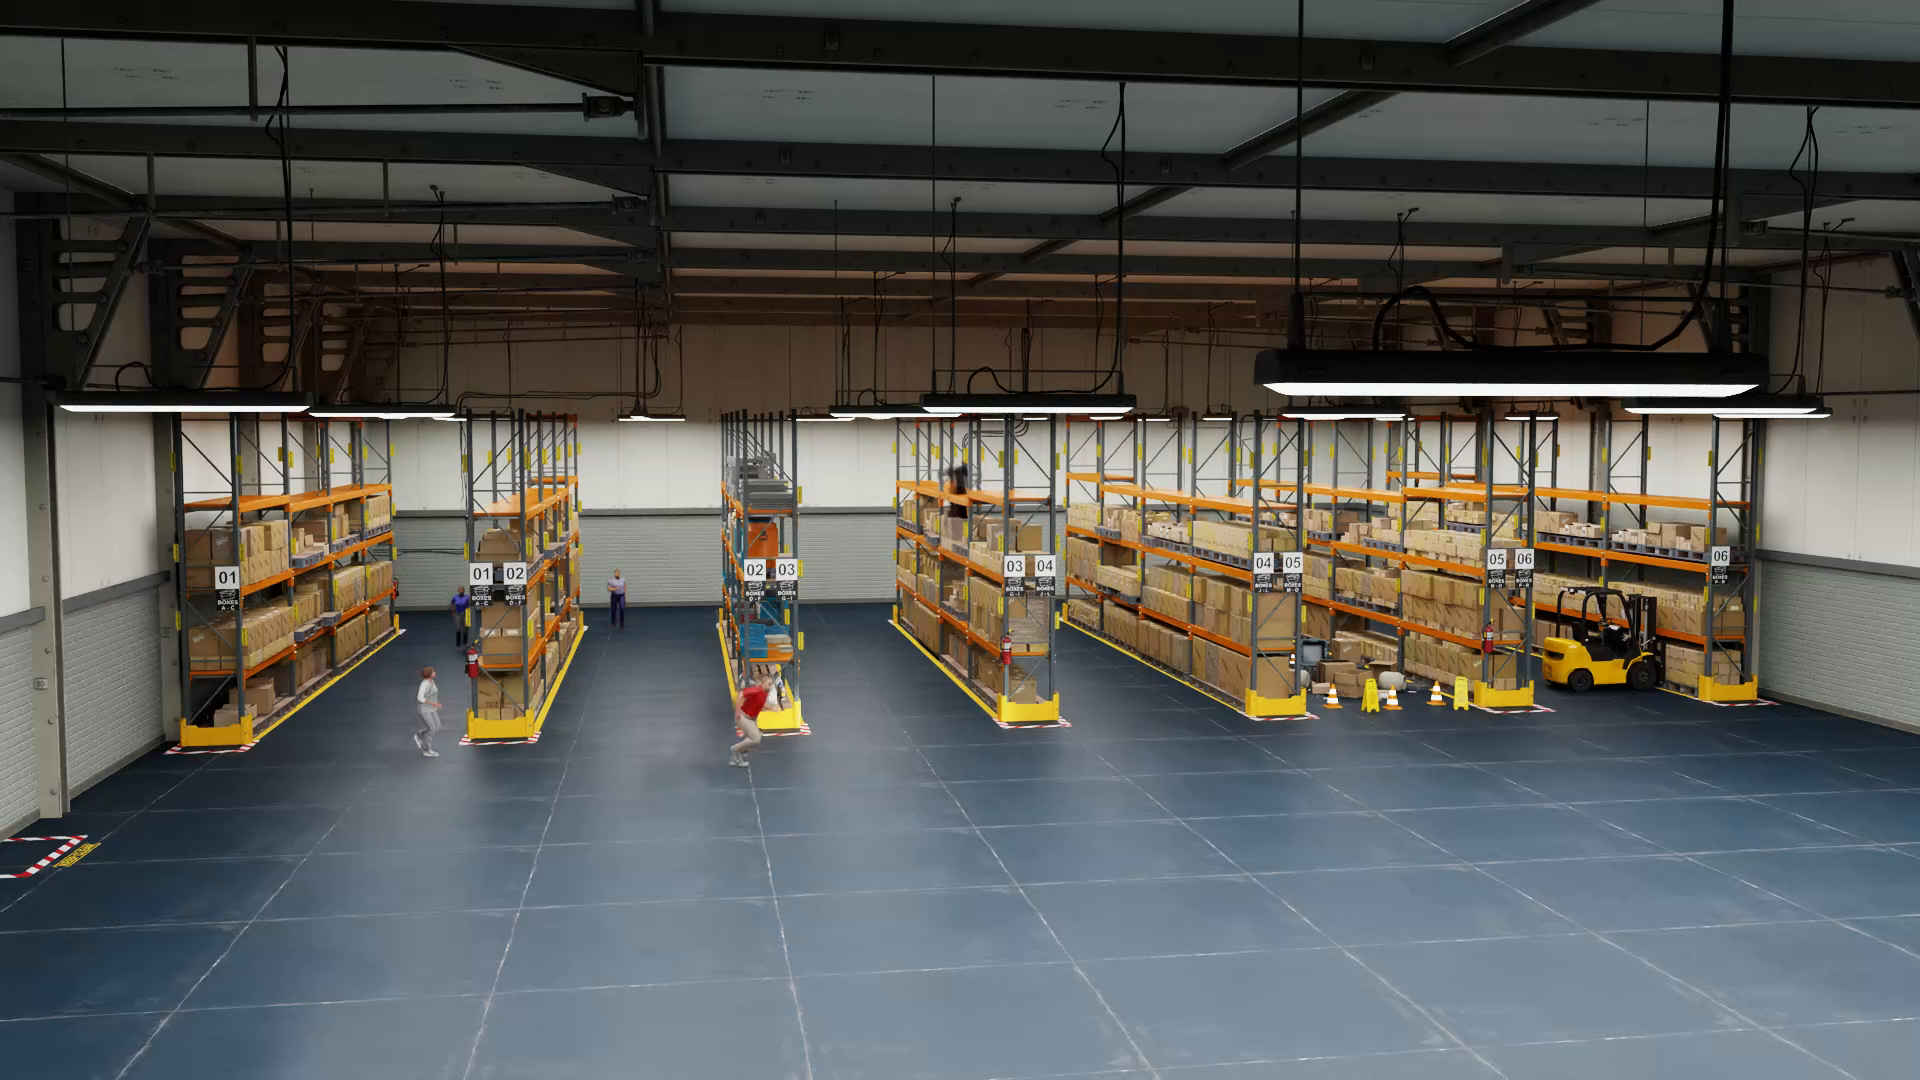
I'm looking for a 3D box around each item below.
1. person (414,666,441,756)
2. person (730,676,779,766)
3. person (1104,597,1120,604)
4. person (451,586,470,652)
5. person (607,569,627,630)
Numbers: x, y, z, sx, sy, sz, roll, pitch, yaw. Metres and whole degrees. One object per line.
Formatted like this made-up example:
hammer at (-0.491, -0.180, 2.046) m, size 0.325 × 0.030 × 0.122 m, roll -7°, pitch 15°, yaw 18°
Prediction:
person at (-9.182, 2.955, 28.629) m, size 0.580 × 1.570 × 0.528 m, roll 0°, pitch 4°, yaw 5°
person at (-3.453, 3.022, 27.645) m, size 0.870 × 1.547 × 0.696 m, roll 1°, pitch 4°, yaw 18°
person at (4.570, 1.463, 49.535) m, size 0.858 × 1.663 × 0.589 m, roll 2°, pitch 5°, yaw 29°
person at (-12.536, 1.994, 41.899) m, size 0.585 × 1.677 × 0.710 m, roll -1°, pitch 4°, yaw -13°
person at (-9.577, 1.669, 46.461) m, size 0.567 × 1.693 × 0.842 m, roll -1°, pitch 4°, yaw -20°
